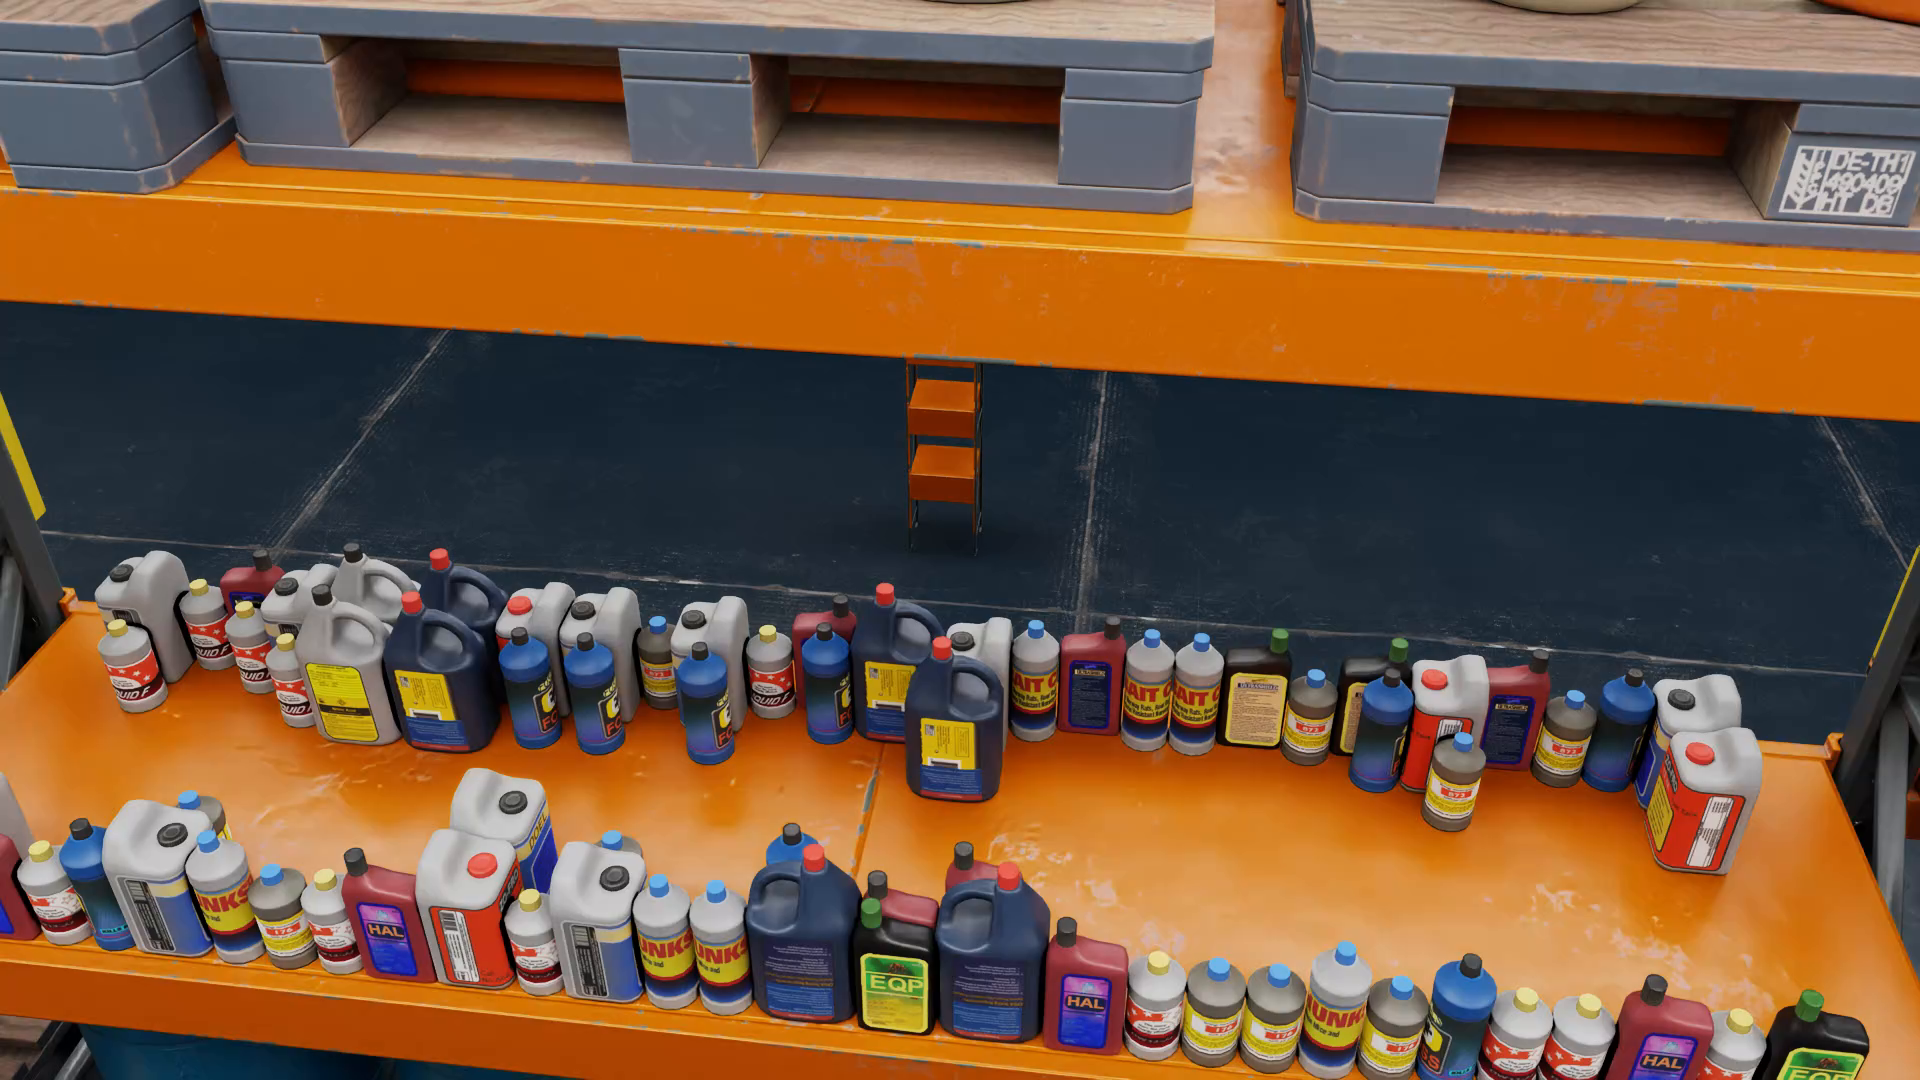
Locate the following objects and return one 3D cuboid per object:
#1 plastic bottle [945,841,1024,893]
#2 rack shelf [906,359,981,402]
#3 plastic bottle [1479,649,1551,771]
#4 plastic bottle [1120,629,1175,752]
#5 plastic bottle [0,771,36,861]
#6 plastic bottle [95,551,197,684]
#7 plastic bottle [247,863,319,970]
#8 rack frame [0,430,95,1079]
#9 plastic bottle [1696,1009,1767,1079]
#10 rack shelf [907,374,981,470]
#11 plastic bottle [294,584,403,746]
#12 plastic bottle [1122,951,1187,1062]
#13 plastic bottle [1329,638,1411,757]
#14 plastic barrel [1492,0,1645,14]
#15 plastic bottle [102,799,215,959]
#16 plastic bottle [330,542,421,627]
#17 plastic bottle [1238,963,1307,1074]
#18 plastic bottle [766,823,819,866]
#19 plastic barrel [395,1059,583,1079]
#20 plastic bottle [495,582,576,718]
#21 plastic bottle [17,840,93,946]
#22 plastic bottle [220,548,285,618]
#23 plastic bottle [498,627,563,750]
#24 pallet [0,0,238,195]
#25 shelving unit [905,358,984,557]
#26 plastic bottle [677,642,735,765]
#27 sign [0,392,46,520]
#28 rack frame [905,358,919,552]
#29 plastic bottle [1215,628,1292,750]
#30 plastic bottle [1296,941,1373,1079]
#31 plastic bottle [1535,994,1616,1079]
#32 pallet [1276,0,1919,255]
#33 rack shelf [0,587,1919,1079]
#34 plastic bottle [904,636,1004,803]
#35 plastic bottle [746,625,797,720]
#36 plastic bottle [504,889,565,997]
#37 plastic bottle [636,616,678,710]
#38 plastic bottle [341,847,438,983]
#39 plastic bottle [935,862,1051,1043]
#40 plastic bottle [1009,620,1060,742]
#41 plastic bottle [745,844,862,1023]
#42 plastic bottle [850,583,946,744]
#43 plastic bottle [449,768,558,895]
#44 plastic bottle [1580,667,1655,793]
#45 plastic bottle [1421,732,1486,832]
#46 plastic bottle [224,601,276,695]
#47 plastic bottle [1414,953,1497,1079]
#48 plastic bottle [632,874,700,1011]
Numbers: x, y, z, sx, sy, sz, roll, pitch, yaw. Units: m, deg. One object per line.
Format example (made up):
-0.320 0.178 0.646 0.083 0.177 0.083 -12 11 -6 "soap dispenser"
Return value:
0.042 0.637 2.876 0.133 0.283 0.061 4 36 6 "plastic bottle"
-0.053 -0.654 5.792 0.240 0.259 0.215 4 36 6 "rack shelf"
1.088 0.333 3.301 0.133 0.283 0.061 4 36 6 "plastic bottle"
0.380 0.296 3.364 0.097 0.271 0.097 0 36 0 "plastic bottle"
-1.823 0.494 3.017 0.185 0.351 0.144 4 36 6 "plastic bottle"
-1.739 0.152 3.562 0.135 0.276 0.152 4 36 6 "plastic bottle"
-1.189 0.652 2.926 0.097 0.201 0.097 0 36 0 "plastic bottle"
-2.171 0.259 3.306 0.127 3.000 1.000 4 36 6 "rack frame"
1.229 0.832 2.673 0.097 0.201 0.097 0 36 0 "plastic bottle"
-0.053 -0.423 5.957 0.240 0.259 0.215 4 36 6 "rack shelf"
-1.236 0.241 3.372 0.185 0.351 0.144 4 36 6 "plastic bottle"
0.324 0.765 2.767 0.097 0.201 0.097 0 36 0 "plastic bottle"
0.823 0.313 3.329 0.133 0.283 0.061 4 36 6 "plastic bottle"
0.715 -0.776 1.930 0.301 0.262 0.301 0 36 0 "plastic barrel"
-1.397 0.590 2.948 0.135 0.276 0.152 4 36 6 "plastic bottle"
-1.217 0.158 3.489 0.185 0.351 0.144 4 36 6 "plastic bottle"
0.517 0.779 2.747 0.097 0.201 0.097 0 36 0 "plastic bottle"
-0.289 0.606 2.929 0.097 0.271 0.097 0 36 0 "plastic bottle"
-0.931 1.044 3.650 0.708 0.901 0.600 4 36 6 "plastic barrel"
-0.876 0.216 3.471 0.135 0.276 0.152 4 36 6 "plastic bottle"
-1.612 0.620 2.970 0.097 0.201 0.097 0 36 0 "plastic bottle"
-1.503 0.140 3.572 0.133 0.283 0.061 4 36 6 "plastic bottle"
-0.874 0.292 3.370 0.097 0.271 0.097 0 36 0 "plastic bottle"
-1.381 -0.884 2.487 1.003 0.211 1.213 4 36 6 "pallet"
-0.053 -0.431 5.951 0.252 1.050 0.215 4 36 6 "shelving unit"
-0.510 0.319 3.332 0.097 0.271 0.097 0 36 0 "plastic bottle"
-2.099 -0.171 3.669 0.005 0.325 0.100 4 36 6 "sign"
-0.174 -0.440 5.963 0.008 1.050 0.200 4 36 6 "rack frame"
0.594 0.296 3.353 0.133 0.283 0.061 4 36 6 "plastic bottle"
0.614 0.758 2.717 0.097 0.271 0.097 0 36 0 "plastic bottle"
1.000 0.815 2.697 0.097 0.201 0.097 0 36 0 "plastic bottle"
1.050 -0.702 2.233 1.213 0.211 1.003 4 36 6 "pallet"
-0.187 0.699 3.307 4.000 0.370 1.077 4 36 6 "rack shelf"
-0.011 0.337 3.238 0.185 0.351 0.144 4 36 6 "plastic bottle"
-0.394 0.267 3.465 0.097 0.201 0.097 0 36 0 "plastic bottle"
-0.730 0.686 2.878 0.097 0.201 0.097 0 36 0 "plastic bottle"
-0.624 0.250 3.489 0.097 0.201 0.097 0 36 0 "plastic bottle"
-0.981 0.645 2.865 0.133 0.283 0.061 4 36 6 "plastic bottle"
0.055 0.670 2.771 0.185 0.351 0.144 4 36 6 "plastic bottle"
0.152 0.279 3.388 0.097 0.271 0.097 0 36 0 "plastic bottle"
-0.261 0.647 2.804 0.185 0.351 0.144 4 36 6 "plastic bottle"
-0.125 0.240 3.375 0.185 0.351 0.144 4 36 6 "plastic bottle"
-0.822 0.544 3.013 0.135 0.276 0.152 4 36 6 "plastic bottle"
1.297 0.364 3.268 0.097 0.271 0.097 0 36 0 "plastic bottle"
0.952 0.456 3.200 0.097 0.201 0.097 0 36 0 "plastic bottle"
-1.496 0.220 3.530 0.097 0.201 0.097 0 36 0 "plastic bottle"
0.807 0.772 2.697 0.097 0.271 0.097 0 36 0 "plastic bottle"
-0.500 0.675 2.833 0.097 0.271 0.097 0 36 0 "plastic bottle"
